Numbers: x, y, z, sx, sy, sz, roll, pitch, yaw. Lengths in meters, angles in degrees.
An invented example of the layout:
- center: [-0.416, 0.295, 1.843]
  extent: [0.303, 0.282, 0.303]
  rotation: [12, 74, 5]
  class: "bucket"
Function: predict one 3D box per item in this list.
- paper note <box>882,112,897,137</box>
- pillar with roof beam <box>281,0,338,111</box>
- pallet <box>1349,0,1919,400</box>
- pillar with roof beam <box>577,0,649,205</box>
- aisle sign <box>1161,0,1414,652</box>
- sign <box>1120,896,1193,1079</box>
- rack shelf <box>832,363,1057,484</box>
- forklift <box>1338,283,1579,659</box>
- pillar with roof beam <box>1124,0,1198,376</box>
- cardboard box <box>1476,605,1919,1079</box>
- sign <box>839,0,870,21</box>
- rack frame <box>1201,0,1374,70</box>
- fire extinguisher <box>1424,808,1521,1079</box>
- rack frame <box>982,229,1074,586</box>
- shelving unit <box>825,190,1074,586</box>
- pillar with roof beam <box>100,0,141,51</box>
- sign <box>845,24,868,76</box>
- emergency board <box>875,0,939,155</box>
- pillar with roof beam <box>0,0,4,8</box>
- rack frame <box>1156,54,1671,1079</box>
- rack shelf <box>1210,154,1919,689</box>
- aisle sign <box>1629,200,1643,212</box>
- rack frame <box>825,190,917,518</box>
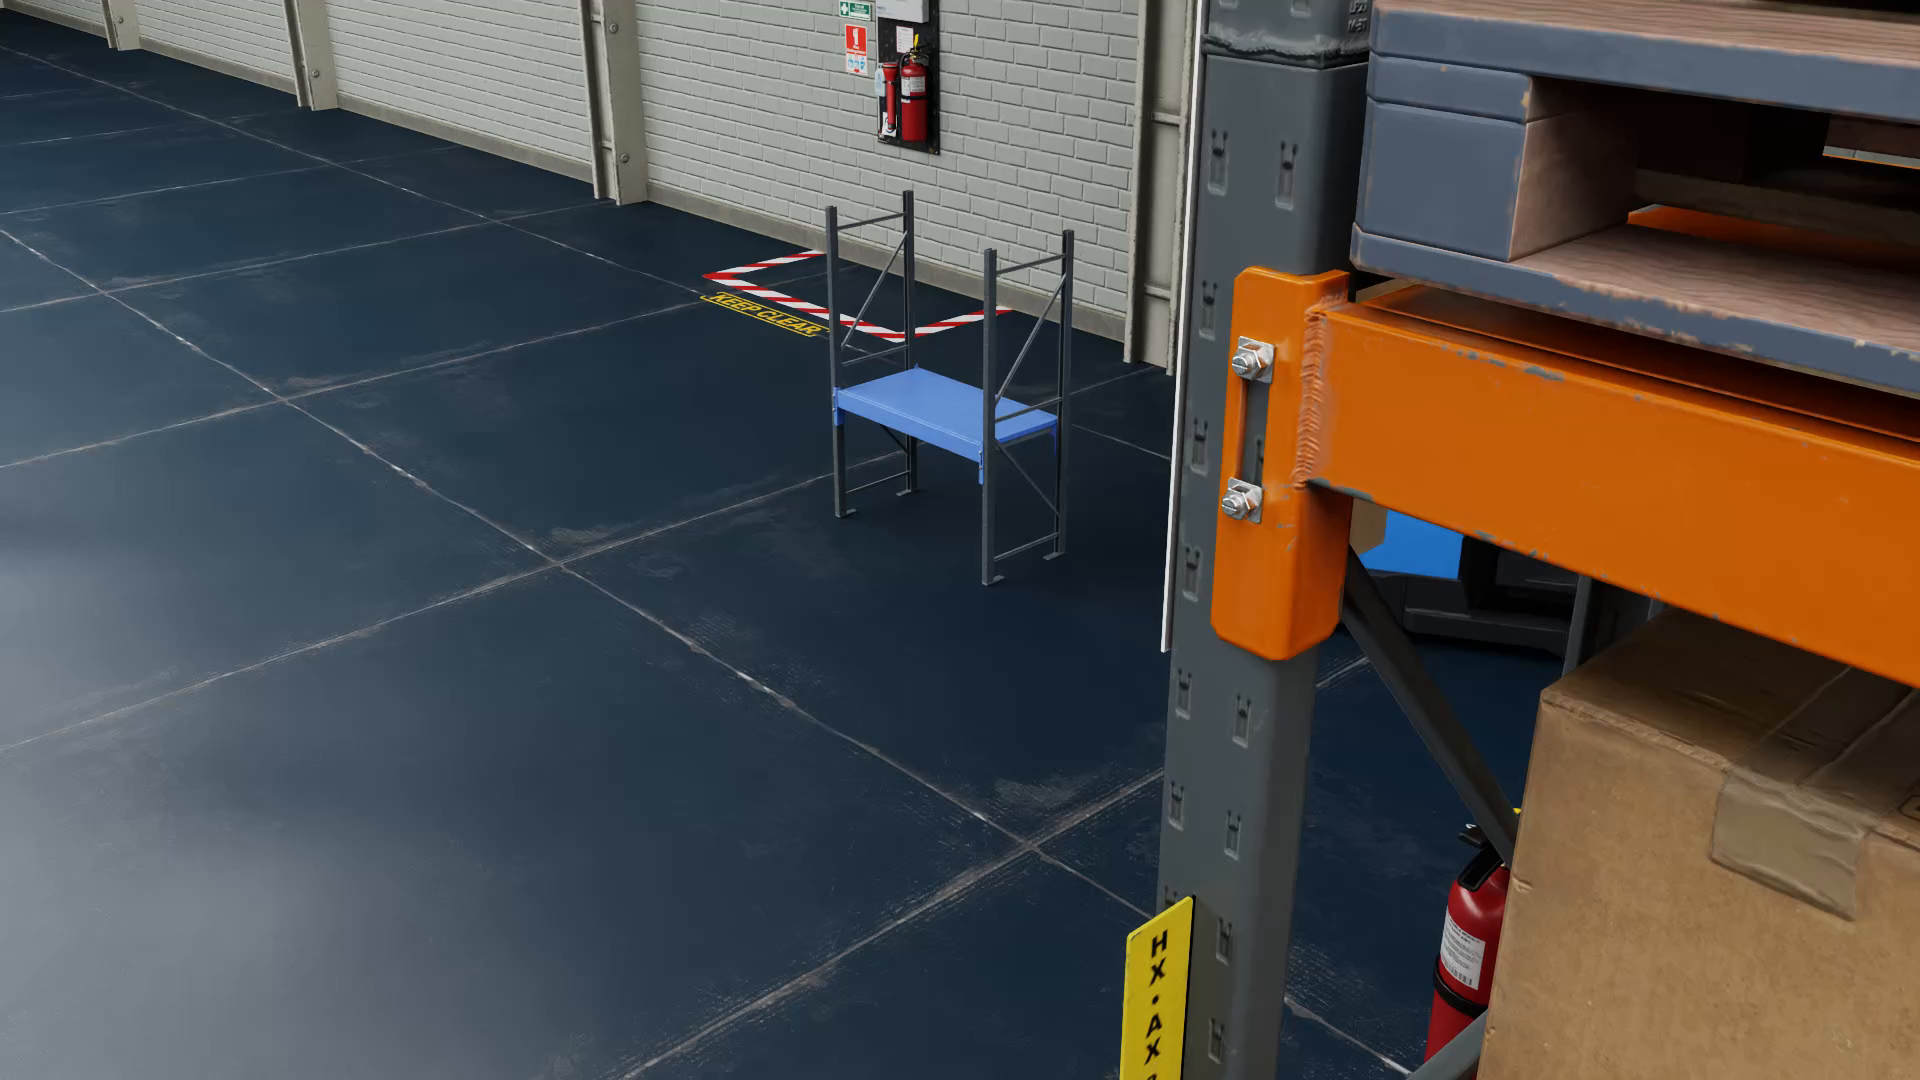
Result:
- center: [-0.490, -2.873, 11.496]
  extent: [0.016, 0.148, 0.142]
  rotation: [-21, 32, -38]
  class: "paper note"
- center: [-10.103, -7.585, 13.535]
  extent: [9.100, 9.000, 0.400]
  rotation: [-21, 32, -38]
  class: "pillar with roof beam"
- center: [1.084, -0.287, 1.257]
  extent: [1.003, 0.211, 1.213]
  rotation: [-21, 32, -38]
  class: "pallet"
- center: [-6.002, -5.767, 9.550]
  extent: [9.100, 9.000, 0.400]
  rotation: [-21, 32, -38]
  class: "pillar with roof beam"
- center: [0.351, -0.300, 1.661]
  extent: [0.394, 0.787, 0.004]
  rotation: [-21, 32, -38]
  class: "aisle sign"
- center: [0.210, 0.542, 1.810]
  extent: [0.100, 0.325, 0.005]
  rotation: [-21, 32, -38]
  class: "sign"
- center: [-0.058, -0.545, 7.570]
  extent: [0.538, 0.185, 1.000]
  rotation: [-21, 32, -38]
  class: "rack shelf"
- center: [2.570, -1.042, 6.503]
  extent: [3.031, 2.935, 1.130]
  rotation: [7, 25, 15]
  class: "forklift"
- center: [-1.901, -3.950, 5.565]
  extent: [9.100, 9.000, 0.400]
  rotation: [-21, 32, -38]
  class: "pillar with roof beam"
- center: [0.965, 0.341, 1.704]
  extent: [0.700, 0.500, 0.500]
  rotation: [-21, 32, -38]
  class: "cardboard box"
- center: [-0.725, -3.651, 11.458]
  extent: [0.001, 0.109, 0.331]
  rotation: [-21, 32, -38]
  class: "sign"
- center: [0.619, -1.913, 1.102]
  extent: [1.000, 3.000, 0.127]
  rotation: [-21, 32, -38]
  class: "rack frame"
- center: [0.878, 0.684, 2.730]
  extent: [0.296, 0.674, 0.183]
  rotation: [-21, 32, -38]
  class: "fire extinguisher"
- center: [0.289, -0.554, 7.158]
  extent: [0.500, 1.500, 0.032]
  rotation: [-21, 32, -38]
  class: "rack frame"
- center: [-0.058, -0.708, 7.495]
  extent: [0.538, 1.500, 1.048]
  rotation: [-21, 32, -38]
  class: "shelving unit"
- center: [-14.204, -9.403, 17.519]
  extent: [9.100, 9.000, 0.400]
  rotation: [-21, 32, -38]
  class: "pillar with roof beam"
- center: [-0.722, -3.414, 11.576]
  extent: [0.001, 0.329, 0.234]
  rotation: [-21, 32, -38]
  class: "sign"
- center: [-0.419, -3.201, 11.152]
  extent: [0.194, 1.169, 0.643]
  rotation: [-21, 32, -38]
  class: "emergency board"
- center: [-18.305, -11.221, 21.504]
  extent: [9.100, 9.000, 0.400]
  rotation: [-21, 32, -38]
  class: "pillar with roof beam"
- center: [0.619, 0.816, 2.347]
  extent: [1.000, 3.000, 0.127]
  rotation: [-21, 32, -38]
  class: "rack frame"
- center: [1.986, 0.385, 0.546]
  extent: [1.077, 0.370, 4.000]
  rotation: [-21, 32, -38]
  class: "rack shelf"
- center: [0.789, -0.470, 2.034]
  extent: [0.394, 0.787, 0.004]
  rotation: [-21, 32, -38]
  class: "aisle sign"
- center: [-0.406, -0.862, 7.833]
  extent: [0.500, 1.500, 0.032]
  rotation: [-21, 32, -38]
  class: "rack frame"
